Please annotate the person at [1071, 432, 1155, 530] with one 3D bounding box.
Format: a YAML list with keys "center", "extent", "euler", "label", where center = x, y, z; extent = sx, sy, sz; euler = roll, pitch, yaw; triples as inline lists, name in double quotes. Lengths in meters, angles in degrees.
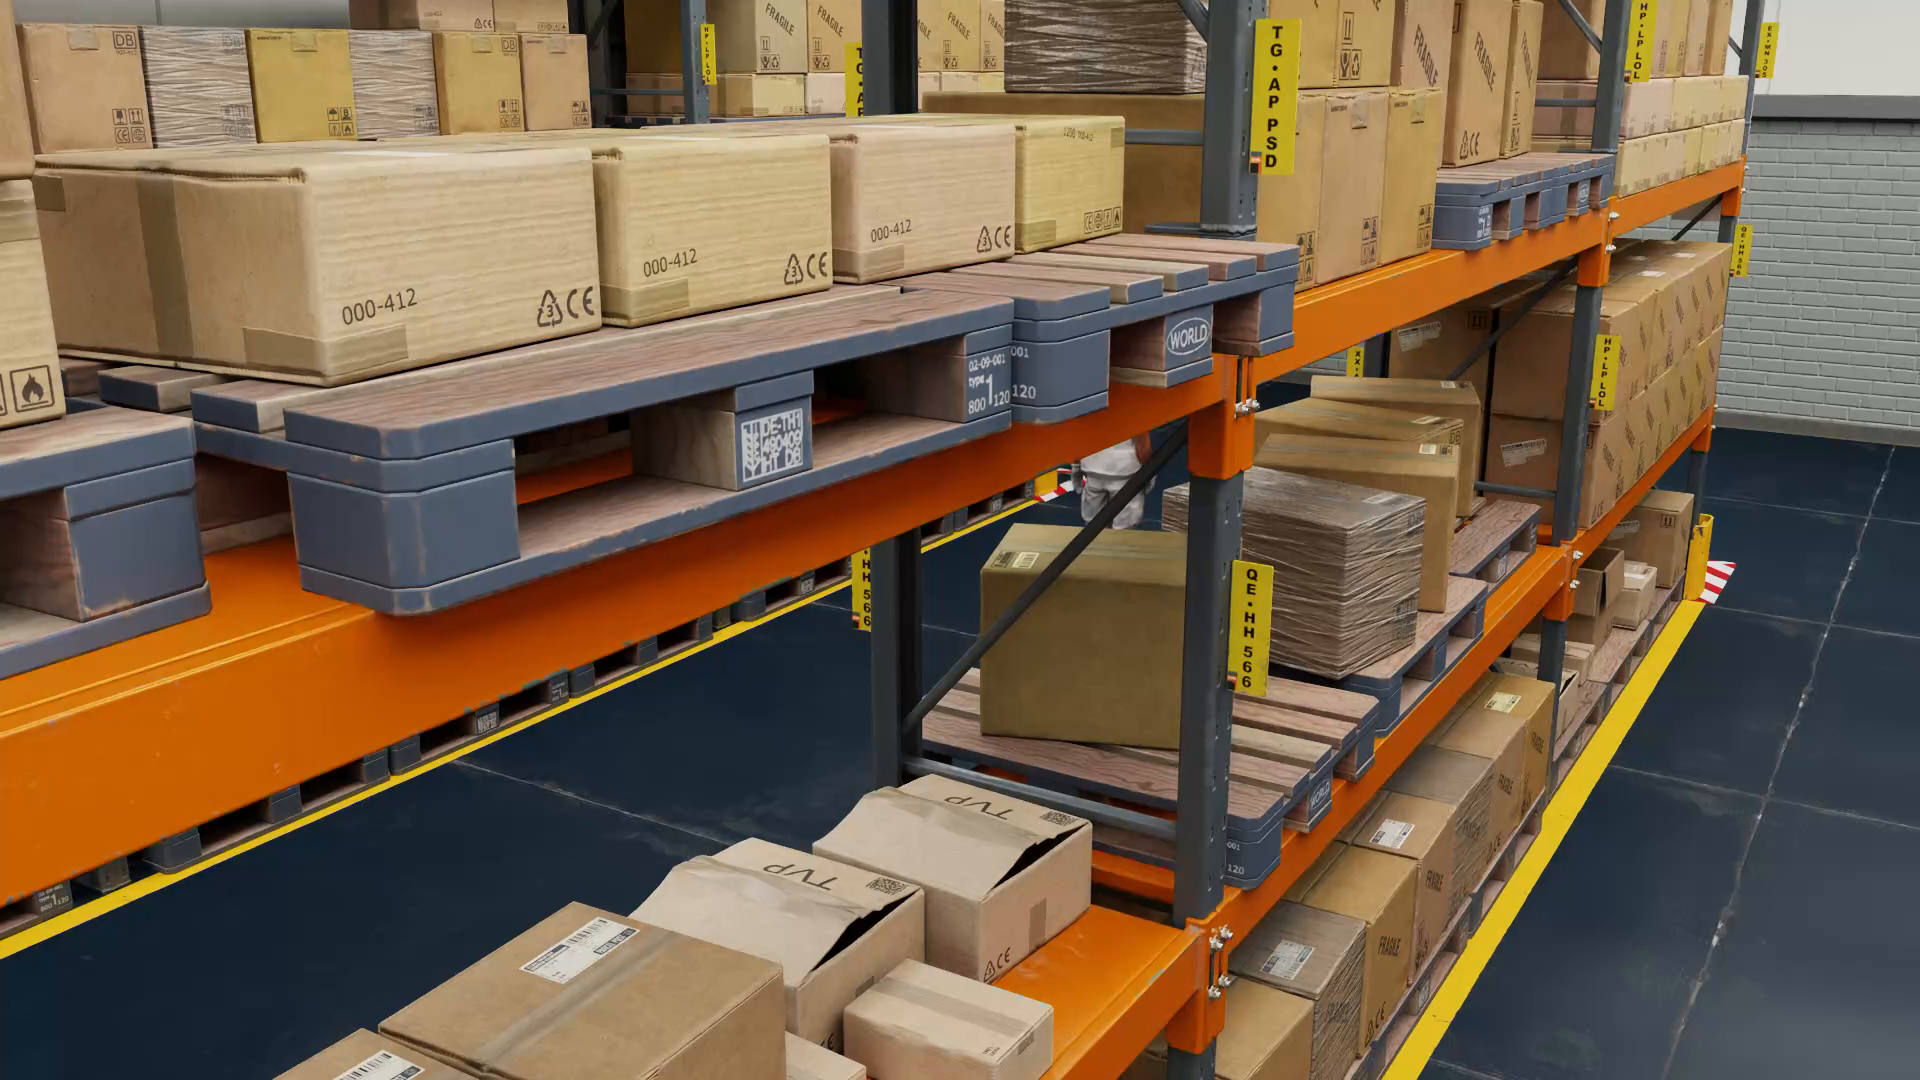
- center: [0.963, -0.421, 10.449]
  extent: [0.545, 1.798, 0.419]
  euler: [10, 19, 32]
  label: "person"
